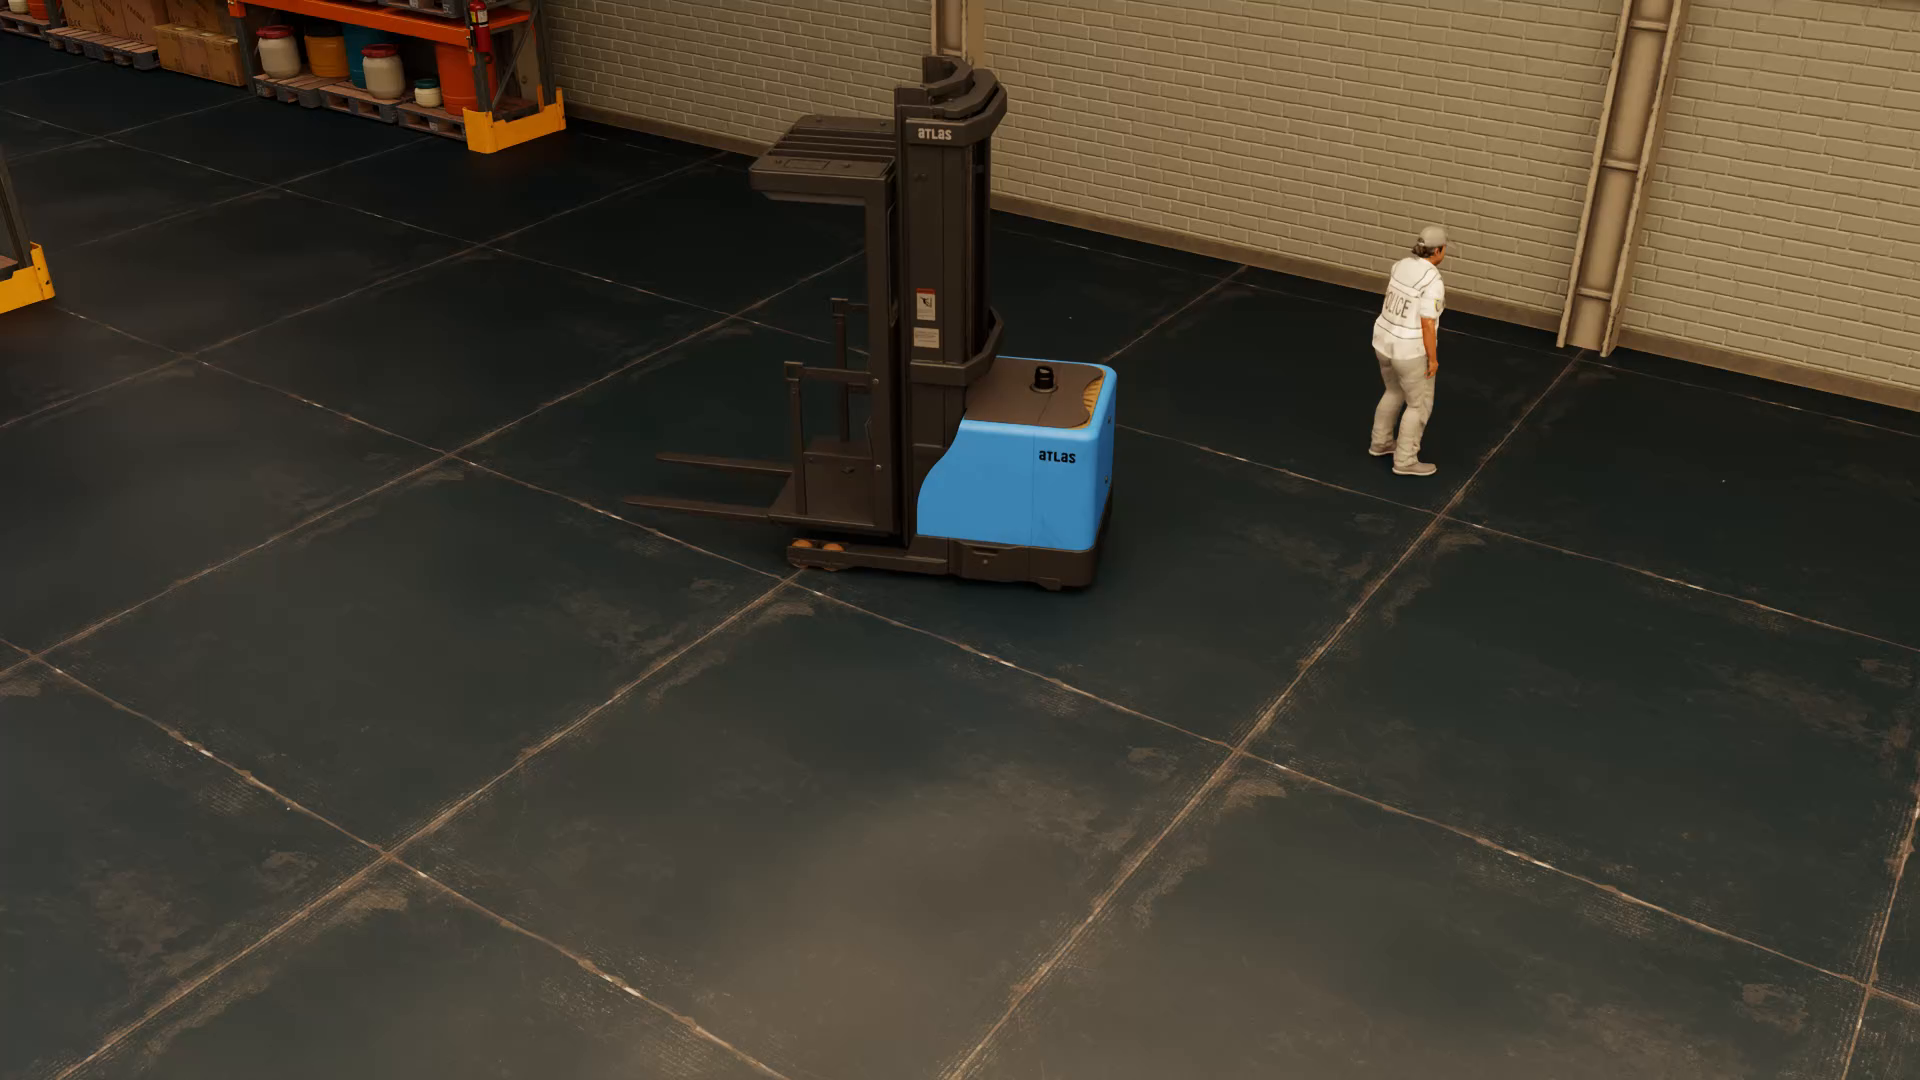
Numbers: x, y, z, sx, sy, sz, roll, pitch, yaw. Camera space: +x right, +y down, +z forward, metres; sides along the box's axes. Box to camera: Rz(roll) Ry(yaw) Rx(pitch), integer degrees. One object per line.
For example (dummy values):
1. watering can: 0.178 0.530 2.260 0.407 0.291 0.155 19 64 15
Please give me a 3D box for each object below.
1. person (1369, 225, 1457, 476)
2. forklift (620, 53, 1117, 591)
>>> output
1. person: 3.002 -1.265 11.023 0.470 1.664 0.550 -11 32 -18
2. forklift: -0.596 -1.330 9.871 3.031 2.935 1.130 6 31 10
